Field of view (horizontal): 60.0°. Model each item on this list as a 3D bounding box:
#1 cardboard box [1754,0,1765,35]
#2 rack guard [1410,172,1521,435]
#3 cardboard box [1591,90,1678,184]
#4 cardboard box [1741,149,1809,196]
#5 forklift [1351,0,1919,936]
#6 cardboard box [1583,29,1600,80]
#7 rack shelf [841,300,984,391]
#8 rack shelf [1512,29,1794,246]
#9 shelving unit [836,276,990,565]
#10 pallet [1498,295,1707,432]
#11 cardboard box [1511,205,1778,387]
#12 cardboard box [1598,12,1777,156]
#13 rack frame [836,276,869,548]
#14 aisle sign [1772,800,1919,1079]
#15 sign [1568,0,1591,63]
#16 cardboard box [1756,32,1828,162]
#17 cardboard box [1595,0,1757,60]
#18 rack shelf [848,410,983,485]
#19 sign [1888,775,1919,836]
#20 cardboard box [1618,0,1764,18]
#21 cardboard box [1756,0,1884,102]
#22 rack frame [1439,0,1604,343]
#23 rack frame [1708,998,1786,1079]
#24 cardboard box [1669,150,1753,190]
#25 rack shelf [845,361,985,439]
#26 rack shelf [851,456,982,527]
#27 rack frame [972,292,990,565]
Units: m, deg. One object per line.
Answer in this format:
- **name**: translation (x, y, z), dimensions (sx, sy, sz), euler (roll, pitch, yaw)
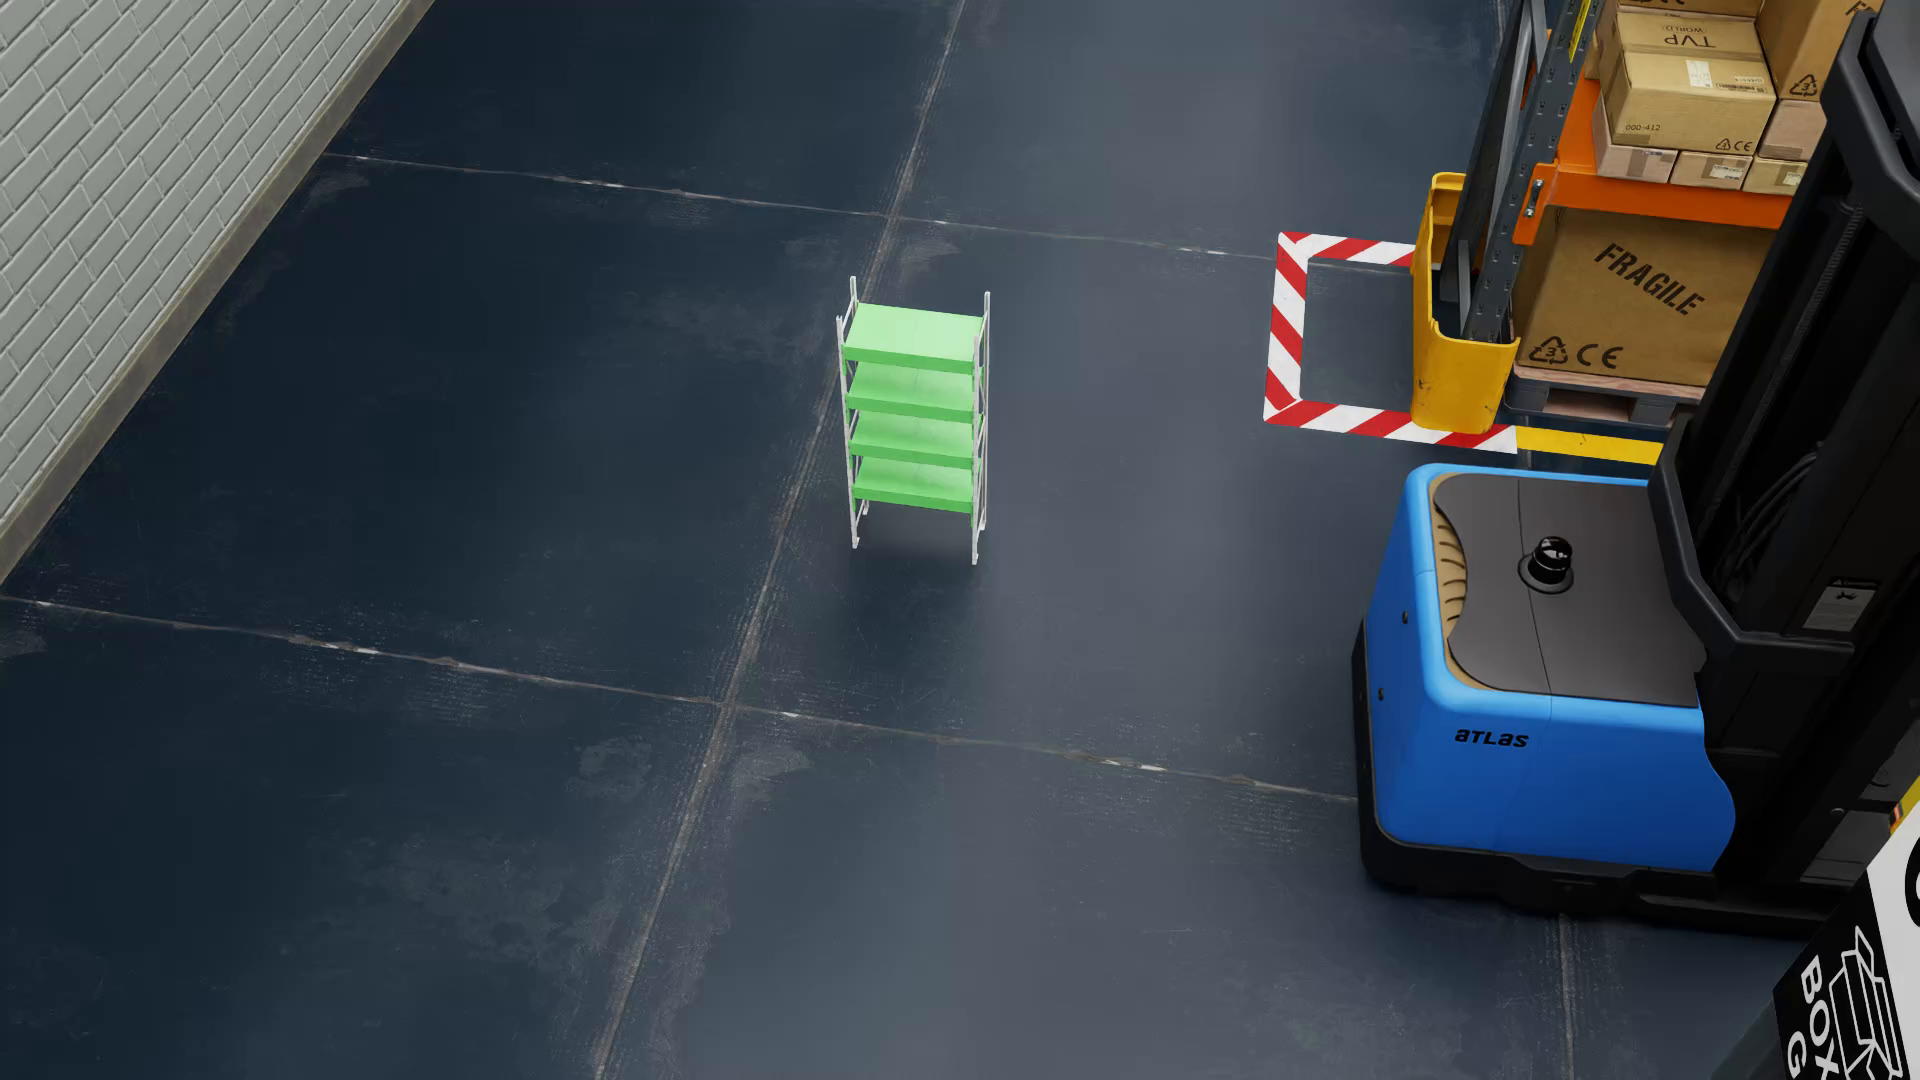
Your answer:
- **cardboard box**: translation (3.259, -2.004, 6.407), dimensions (0.500, 0.250, 0.500), euler (7, 48, 6)
- **rack guard**: translation (2.213, -1.060, 7.339), dimensions (0.348, 0.500, 1.175), euler (8, 49, 7)
- **cardboard box**: translation (2.527, -1.520, 6.240), dimensions (0.250, 0.149, 0.380), euler (8, 49, 7)
- **cardboard box**: translation (3.032, -1.454, 6.180), dimensions (0.250, 0.149, 0.380), euler (7, 48, 6)
- **forklift**: translation (2.920, -0.042, 4.789), dimensions (3.031, 2.935, 1.130), euler (5, 48, 4)
- **cardboard box**: translation (2.645, -2.002, 6.674), dimensions (0.250, 0.149, 0.380), euler (9, 49, 8)
- **rack shelf**: translation (-0.163, -0.701, 5.986), dimensions (0.480, 0.148, 0.258), euler (8, 49, 7)
- **rack shelf**: translation (4.204, -1.387, 6.436), dimensions (4.000, 0.370, 1.077), euler (8, 49, 7)
- **shelving unit**: translation (-0.163, -0.423, 6.295), dimensions (0.503, 1.200, 0.258), euler (8, 49, 7)
- **pallet**: translation (3.037, -0.912, 7.400), dimensions (1.213, 0.211, 1.003), euler (8, 49, 7)
- **cardboard box**: translation (2.880, -1.297, 7.017), dimensions (0.875, 0.875, 0.875), euler (8, 49, 7)
- **cardboard box**: translation (2.661, -1.681, 6.116), dimensions (0.500, 0.250, 0.500), euler (7, 48, 6)
- **rack frame**: translation (-0.403, -0.455, 6.324), dimensions (0.015, 1.200, 0.240), euler (8, 49, 7)
- **aisle sign**: translation (1.337, 0.640, 2.383), dimensions (0.004, 0.787, 0.394), euler (8, 49, 7)
- **sign**: translation (2.132, -1.803, 5.690), dimensions (0.005, 0.325, 0.100), euler (8, 49, 7)
- **cardboard box**: translation (3.173, -1.617, 6.059), dimensions (0.500, 0.250, 0.500), euler (7, 48, 6)
- **cardboard box**: translation (2.760, -2.072, 6.468), dimensions (0.500, 0.250, 0.500), euler (7, 48, 6)
- **rack shelf**: translation (-0.163, -0.380, 6.343), dimensions (0.480, 0.148, 0.258), euler (8, 49, 7)
- **sign**: translation (1.437, 0.361, 2.435), dimensions (0.005, 0.325, 0.100), euler (8, 49, 7)
- **cardboard box**: translation (2.762, -2.320, 6.187), dimensions (0.500, 0.500, 0.500), euler (8, 49, 7)
- **cardboard box**: translation (3.153, -1.865, 5.778), dimensions (0.500, 0.500, 0.500), euler (7, 48, 6)
- **rack frame**: translation (2.236, -1.893, 6.406), dimensions (0.127, 3.000, 1.000), euler (8, 49, 7)
- **rack frame**: translation (1.356, 1.731, 3.150), dimensions (0.053, 2.616, 0.949), euler (8, 49, 7)
- **cardboard box**: translation (2.780, -1.487, 6.211), dimensions (0.250, 0.149, 0.380), euler (7, 48, 6)
- **rack shelf**: translation (-0.163, -0.541, 6.164), dimensions (0.480, 0.148, 0.258), euler (8, 49, 7)
- **rack shelf**: translation (-0.163, -0.220, 6.521), dimensions (0.480, 0.148, 0.258), euler (8, 49, 7)
- **rack frame**: translation (0.077, -0.391, 6.266), dimensions (0.015, 1.200, 0.240), euler (8, 49, 7)
